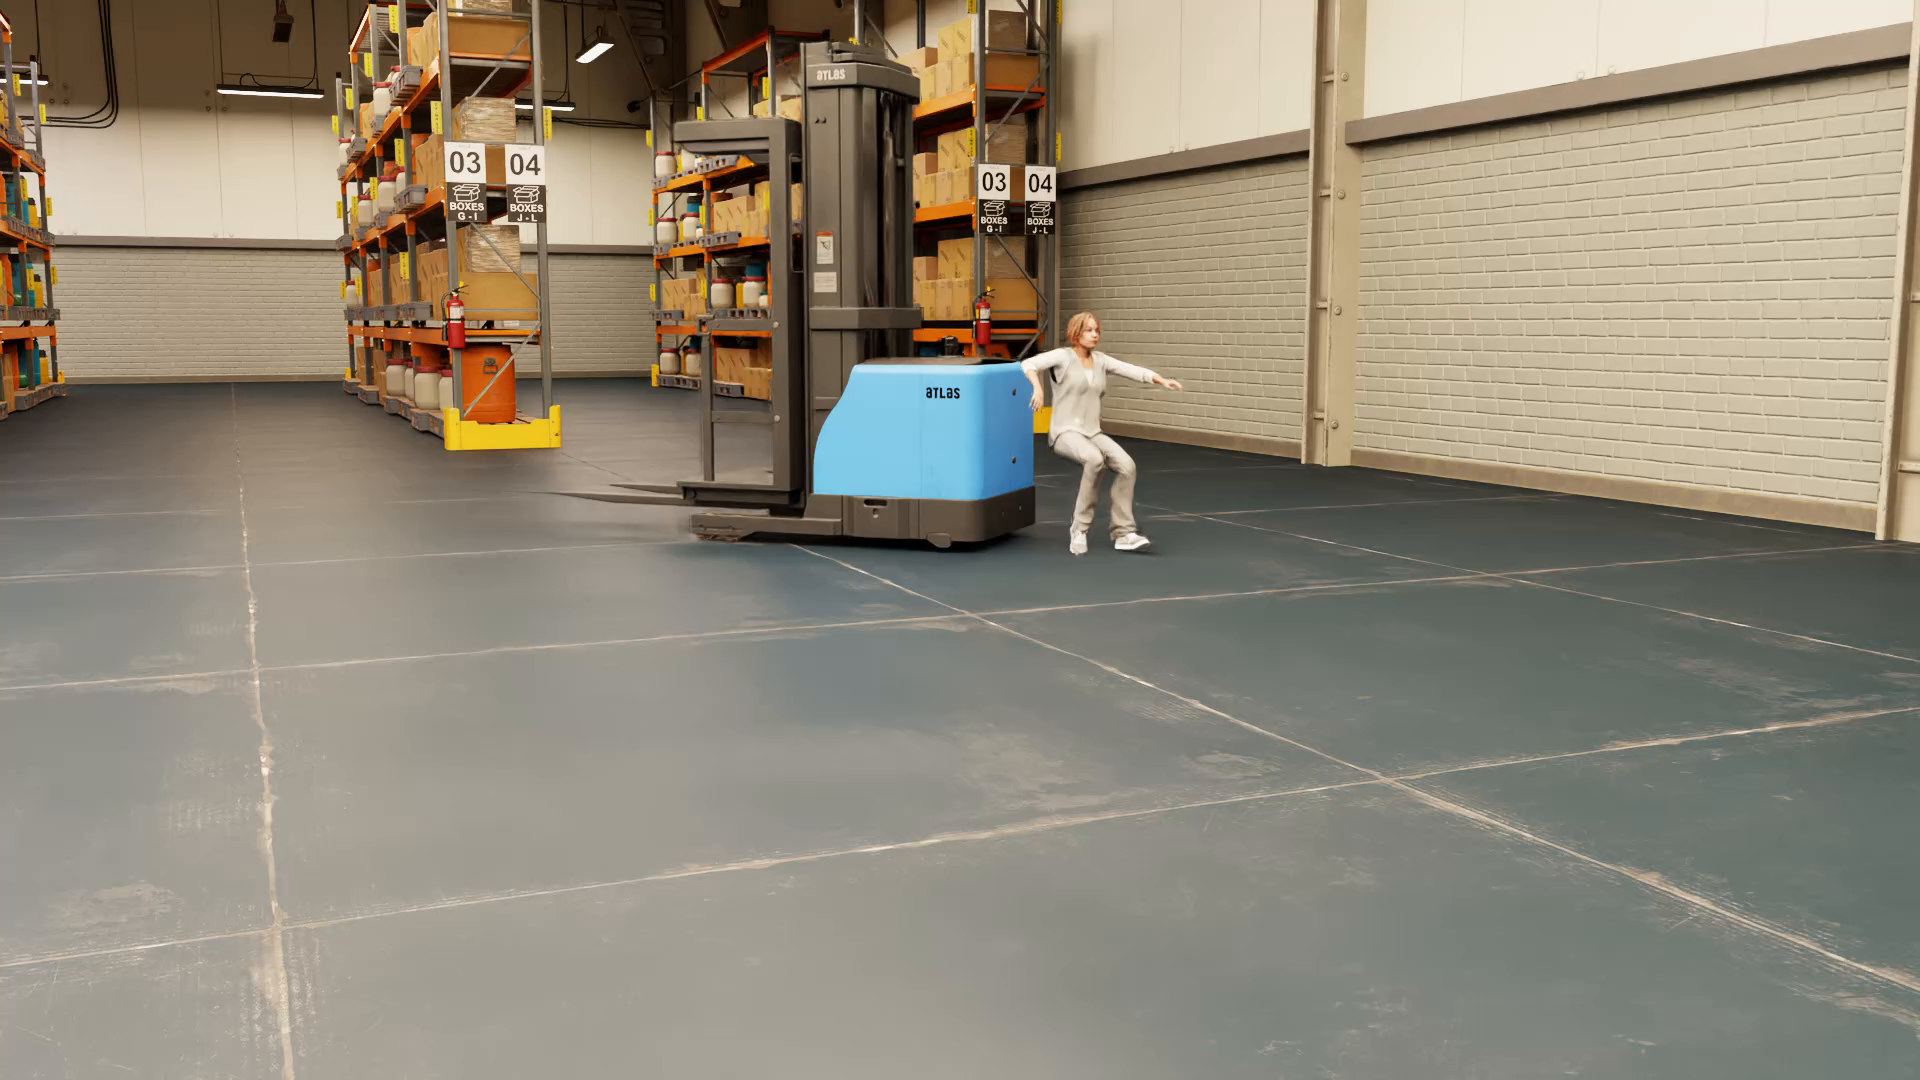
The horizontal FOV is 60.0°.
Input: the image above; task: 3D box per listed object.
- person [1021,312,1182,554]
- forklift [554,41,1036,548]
[{"bbox_3d":[0.787,-0.616,9.651,0.913,1.408,0.713,-5,9,-35],"label":"person"},{"bbox_3d":[-1.098,-1.503,10.343,3.031,2.935,1.130,3,8,22],"label":"forklift"}]
